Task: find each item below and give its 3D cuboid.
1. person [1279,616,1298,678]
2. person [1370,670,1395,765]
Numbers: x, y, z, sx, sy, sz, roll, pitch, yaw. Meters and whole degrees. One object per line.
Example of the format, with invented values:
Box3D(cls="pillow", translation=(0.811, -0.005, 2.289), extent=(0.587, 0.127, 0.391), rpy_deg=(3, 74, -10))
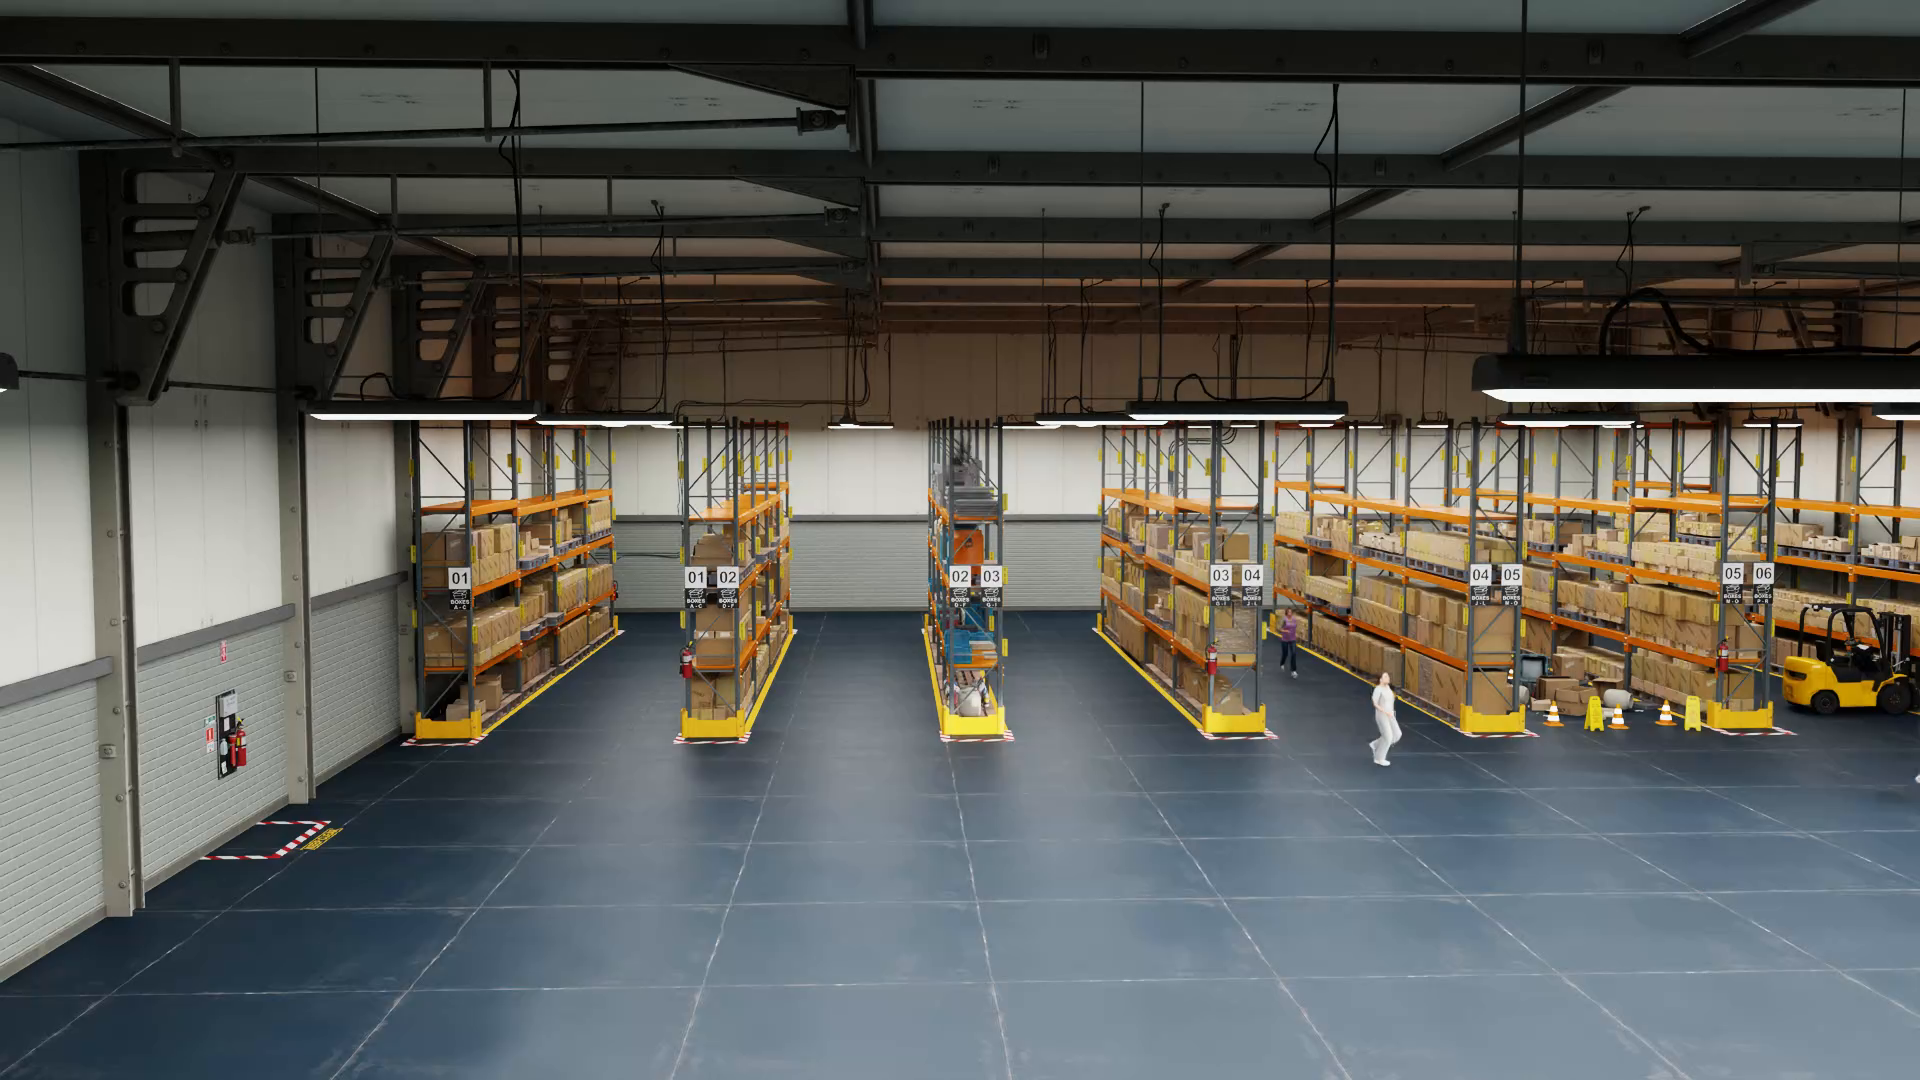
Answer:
Box3D(cls="person", translation=(7.680, 2.477, 38.893), extent=(0.346, 1.386, 0.868), rpy_deg=(0, 4, -8))
Box3D(cls="person", translation=(7.285, 3.048, 28.587), extent=(0.509, 1.632, 0.572), rpy_deg=(3, 5, 41))
